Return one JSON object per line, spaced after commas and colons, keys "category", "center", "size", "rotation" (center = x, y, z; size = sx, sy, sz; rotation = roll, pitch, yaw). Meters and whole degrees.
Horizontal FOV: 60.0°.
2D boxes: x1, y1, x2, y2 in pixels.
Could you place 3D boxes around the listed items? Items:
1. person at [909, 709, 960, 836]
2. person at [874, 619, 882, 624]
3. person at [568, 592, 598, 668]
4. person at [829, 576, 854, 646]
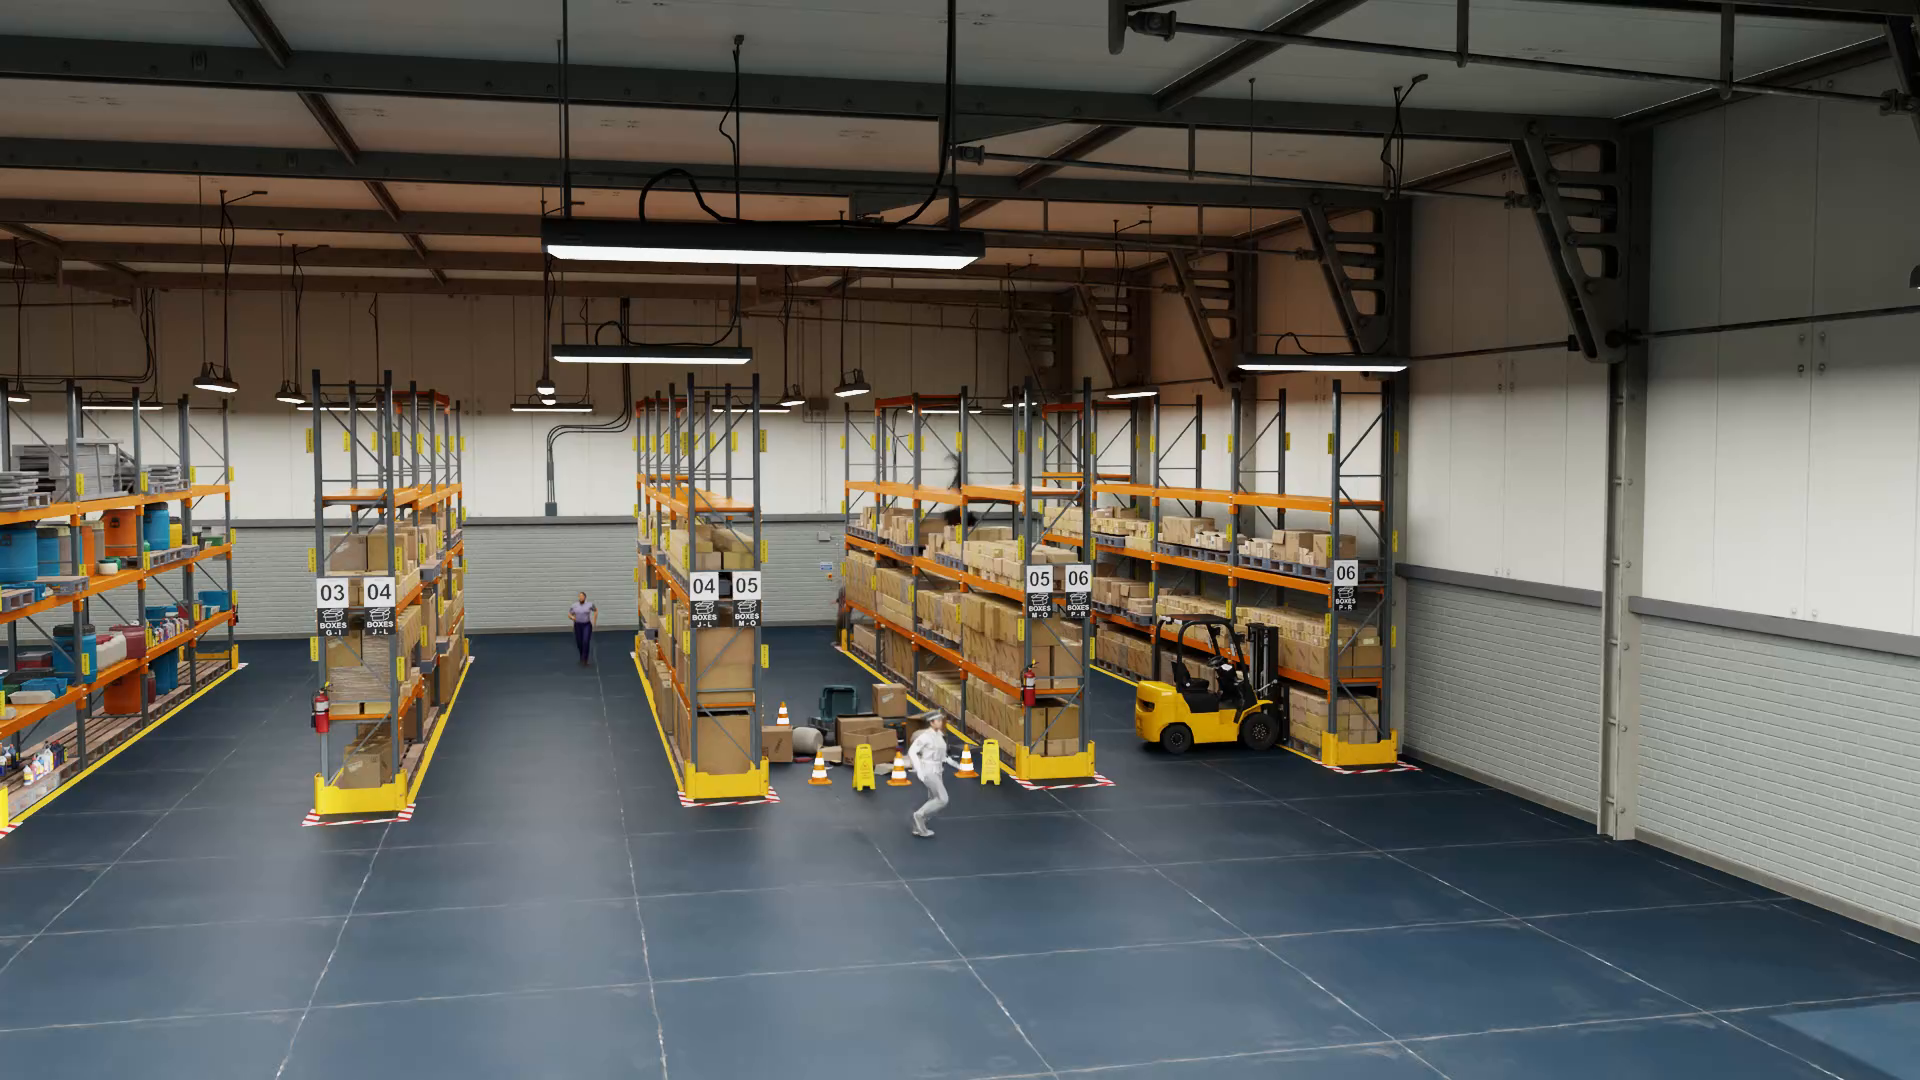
{"category": "person", "center": [-0.320, 2.954, 21.099], "size": [0.633, 1.640, 0.599], "rotation": [1, 4, 24]}
{"category": "person", "center": [-1.911, 1.753, 41.663], "size": [0.552, 1.714, 0.701], "rotation": [2, 4, 26]}
{"category": "person", "center": [-8.533, 2.006, 37.625], "size": [0.622, 1.679, 0.894], "rotation": [0, 3, -3]}
{"category": "person", "center": [-2.811, 1.744, 41.366], "size": [0.918, 1.764, 0.711], "rotation": [-1, 4, -21]}
